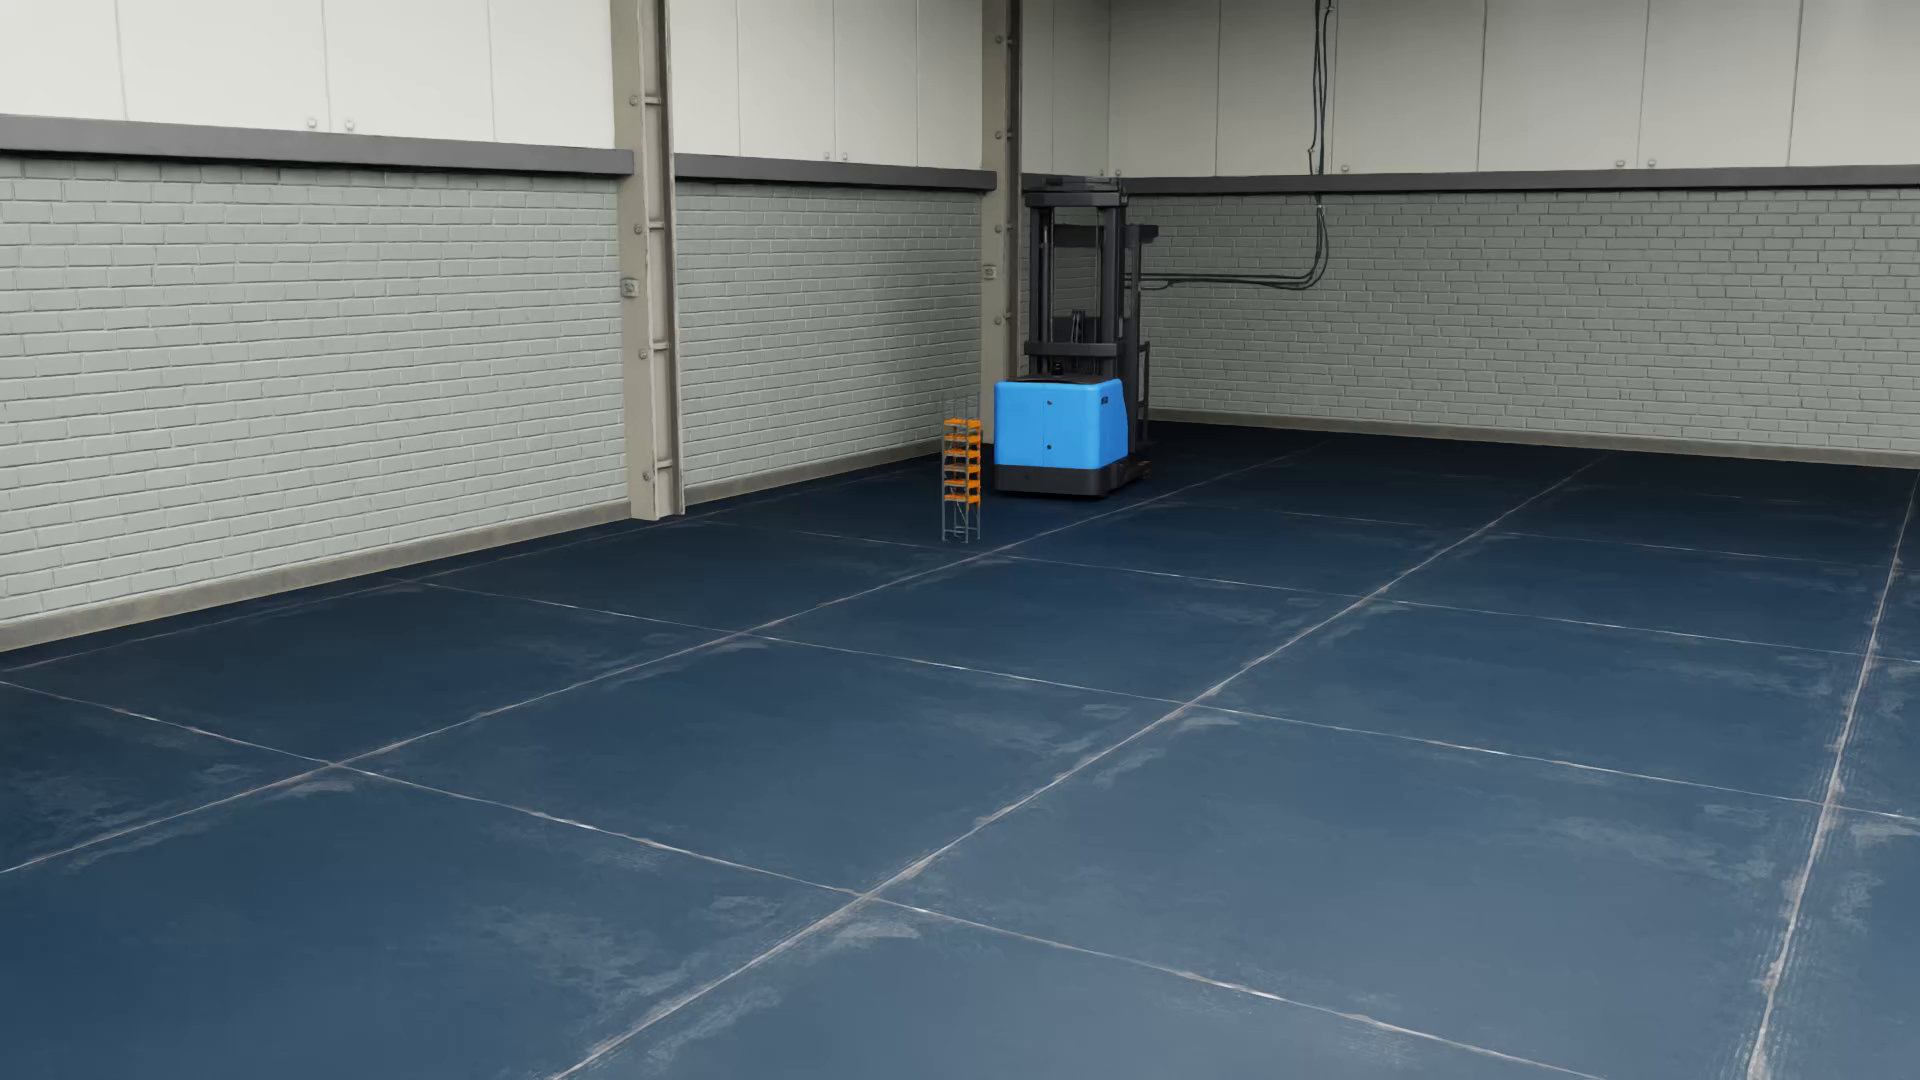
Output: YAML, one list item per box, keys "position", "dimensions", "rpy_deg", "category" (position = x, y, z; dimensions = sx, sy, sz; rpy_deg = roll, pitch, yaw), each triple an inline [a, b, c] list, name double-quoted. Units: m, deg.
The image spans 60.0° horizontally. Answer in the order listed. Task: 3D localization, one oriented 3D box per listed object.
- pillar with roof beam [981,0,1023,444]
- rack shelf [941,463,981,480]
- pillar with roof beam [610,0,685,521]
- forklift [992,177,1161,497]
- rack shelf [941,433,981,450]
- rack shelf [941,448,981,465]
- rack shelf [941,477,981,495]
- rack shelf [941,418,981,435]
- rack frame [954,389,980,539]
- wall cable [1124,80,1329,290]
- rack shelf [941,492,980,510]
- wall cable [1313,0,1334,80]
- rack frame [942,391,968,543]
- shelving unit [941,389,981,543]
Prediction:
- position: [4.153, -5.167, 16.515]
  dimensions: [9.100, 9.000, 0.400]
  rpy_deg: [6, 12, 31]
  category: "pillar with roof beam"
- position: [0.008, -0.548, 13.279]
  dimensions: [0.258, 0.103, 0.180]
  rpy_deg: [6, 12, 31]
  category: "rack shelf"
- position: [1.038, -4.224, 11.474]
  dimensions: [9.100, 9.000, 0.400]
  rpy_deg: [6, 12, 31]
  category: "pillar with roof beam"
- position: [1.304, -2.064, 16.429]
  dimensions: [1.130, 2.935, 3.031]
  rpy_deg: [4, 11, 21]
  category: "forklift"
- position: [0.008, -0.784, 13.234]
  dimensions: [0.258, 0.103, 0.180]
  rpy_deg: [6, 12, 31]
  category: "rack shelf"
- position: [0.008, -0.666, 13.257]
  dimensions: [0.258, 0.103, 0.180]
  rpy_deg: [6, 12, 31]
  category: "rack shelf"
- position: [0.008, -0.430, 13.301]
  dimensions: [0.258, 0.103, 0.180]
  rpy_deg: [6, 12, 31]
  category: "rack shelf"
- position: [0.008, -0.902, 13.212]
  dimensions: [0.258, 0.103, 0.180]
  rpy_deg: [6, 12, 31]
  category: "rack shelf"
- position: [0.055, -0.606, 13.347]
  dimensions: [0.240, 1.200, 0.006]
  rpy_deg: [6, 12, 31]
  category: "rack frame"
- position: [3.134, -4.389, 20.797]
  dimensions: [3.097, 2.526, 0.112]
  rpy_deg: [6, 12, 31]
  category: "wall cable"
- position: [0.008, -0.312, 13.323]
  dimensions: [0.258, 0.103, 0.180]
  rpy_deg: [6, 12, 31]
  category: "rack shelf"
- position: [5.446, -6.613, 18.952]
  dimensions: [3.097, 2.526, 0.112]
  rpy_deg: [6, 12, 31]
  category: "wall cable"
- position: [-0.040, -0.578, 13.194]
  dimensions: [0.240, 1.200, 0.006]
  rpy_deg: [6, 12, 31]
  category: "rack frame"
- position: [0.008, -0.592, 13.270]
  dimensions: [0.258, 1.200, 0.189]
  rpy_deg: [6, 12, 31]
  category: "shelving unit"
